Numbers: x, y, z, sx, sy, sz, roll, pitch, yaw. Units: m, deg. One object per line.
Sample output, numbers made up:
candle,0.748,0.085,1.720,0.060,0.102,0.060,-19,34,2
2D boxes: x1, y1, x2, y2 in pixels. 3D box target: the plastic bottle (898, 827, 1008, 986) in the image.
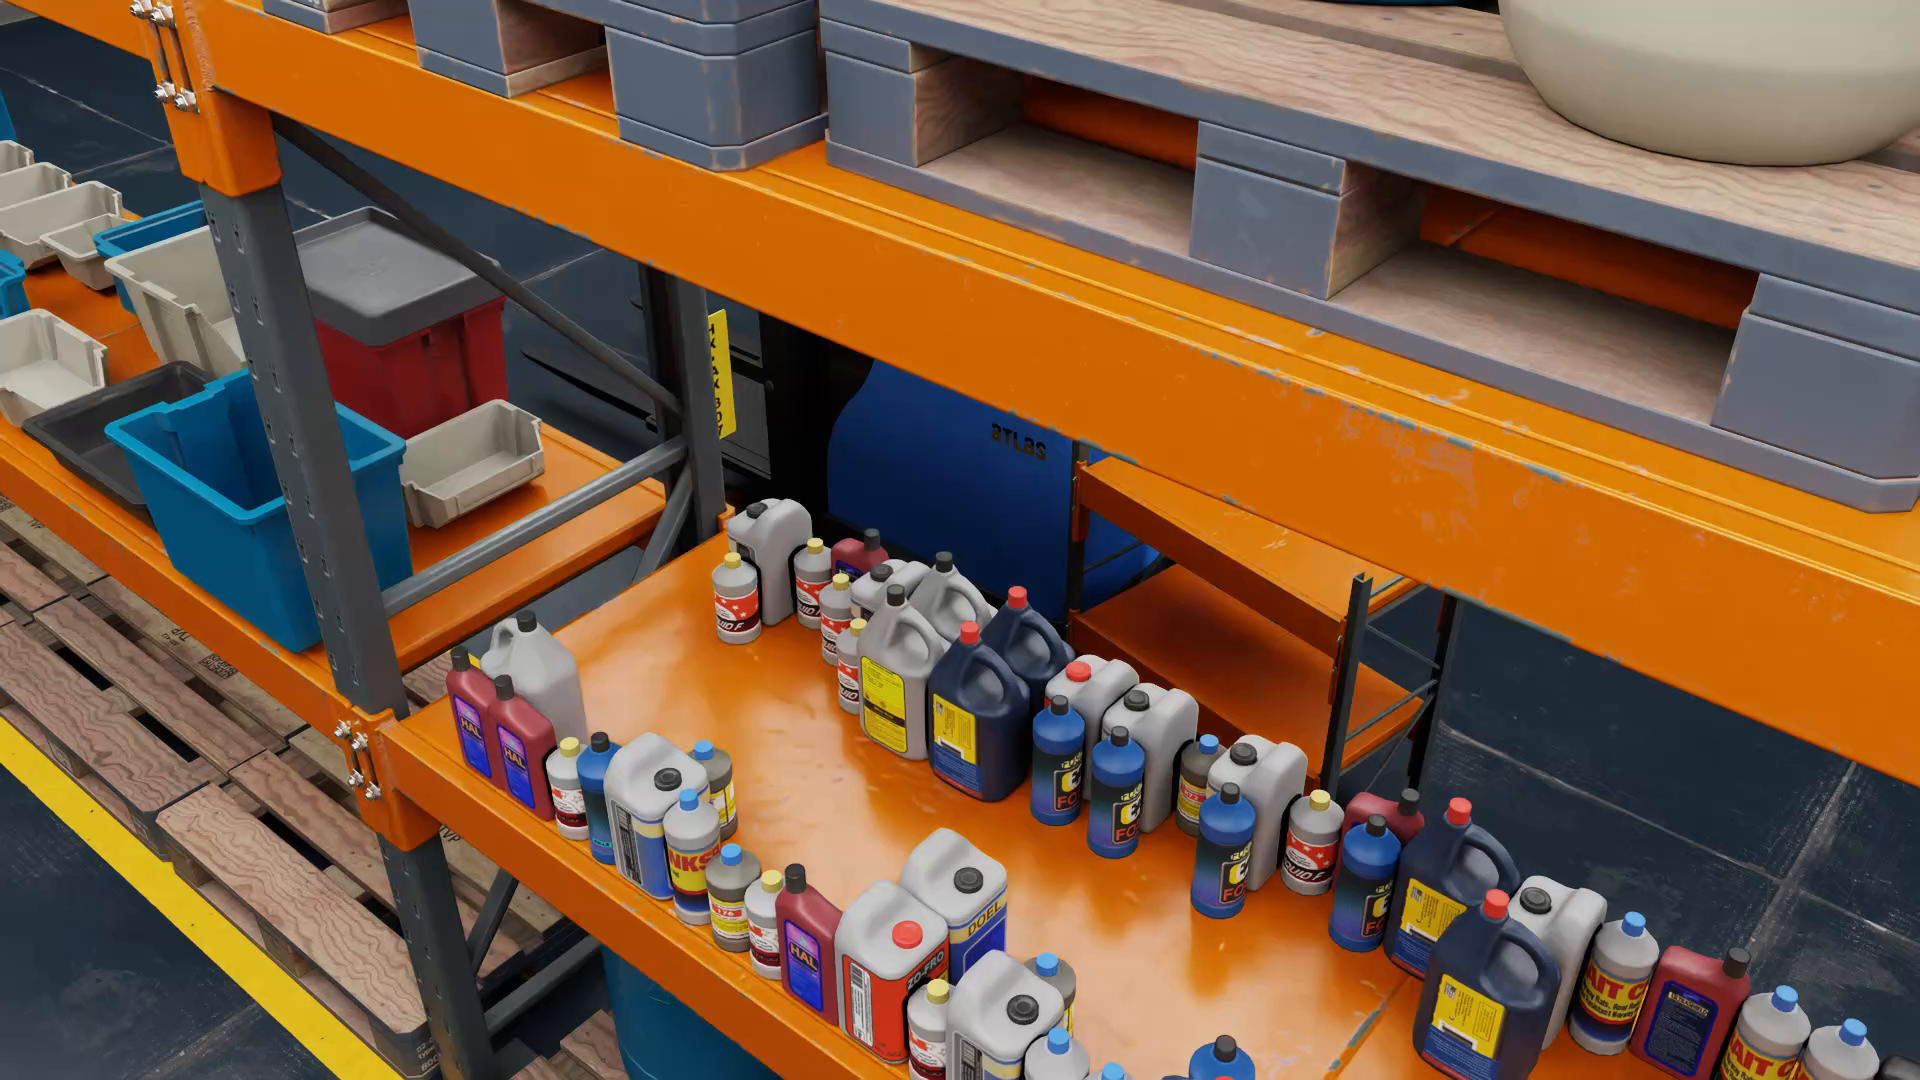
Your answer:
plastic bottle,-0.009,0.628,2.796,0.135,0.276,0.152,25,42,32

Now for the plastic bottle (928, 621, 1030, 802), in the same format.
plastic bottle,0.036,0.315,3.186,0.185,0.351,0.144,25,42,32

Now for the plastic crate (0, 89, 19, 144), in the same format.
plastic crate,-3.627,-1.474,5.663,0.499,0.435,0.616,25,42,32

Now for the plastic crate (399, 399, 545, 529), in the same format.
plastic crate,-1.196,-0.173,4.032,0.243,0.136,0.396,25,42,32

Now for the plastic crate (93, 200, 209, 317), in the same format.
plastic crate,-2.261,-0.798,4.858,0.300,0.233,0.416,25,42,32

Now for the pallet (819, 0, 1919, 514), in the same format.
pallet,0.609,-0.534,1.895,1.213,0.211,1.003,25,42,32

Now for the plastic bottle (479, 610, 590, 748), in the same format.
plastic bottle,-0.835,0.277,3.240,0.185,0.351,0.144,25,42,32

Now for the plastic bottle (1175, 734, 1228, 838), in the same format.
plastic bottle,0.459,0.452,3.118,0.097,0.201,0.097,0,34,0

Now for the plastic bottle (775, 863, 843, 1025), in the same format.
plastic bottle,-0.238,0.662,2.739,0.133,0.283,0.061,25,42,32

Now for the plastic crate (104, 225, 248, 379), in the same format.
plastic crate,-1.985,-0.635,4.577,0.530,0.282,0.437,25,42,32

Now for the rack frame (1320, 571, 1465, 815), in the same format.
rack frame,1.177,0.472,4.568,0.500,1.125,0.032,-25,42,-32

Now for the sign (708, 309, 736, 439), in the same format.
sign,-0.576,-0.379,3.907,0.005,0.325,0.100,25,42,32

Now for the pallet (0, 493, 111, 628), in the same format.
pallet,-3.395,-0.010,6.078,1.213,0.211,1.003,25,42,32

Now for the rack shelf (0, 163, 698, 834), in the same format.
rack shelf,-2.466,-0.454,4.897,4.000,0.370,1.077,25,42,32

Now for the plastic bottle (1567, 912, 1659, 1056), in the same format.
plastic bottle,1.060,0.706,2.686,0.097,0.271,0.097,0,34,0

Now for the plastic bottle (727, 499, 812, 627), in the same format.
plastic bottle,-0.420,0.027,3.670,0.135,0.276,0.152,25,42,32

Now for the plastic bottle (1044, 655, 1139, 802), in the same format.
plastic bottle,0.249,0.342,3.212,0.135,0.276,0.152,25,42,32

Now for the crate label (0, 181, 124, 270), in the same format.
crate label,-2.818,-0.973,5.197,0.243,0.136,0.396,25,42,32

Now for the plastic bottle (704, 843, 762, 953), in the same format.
plastic bottle,-0.390,0.611,2.886,0.097,0.201,0.097,0,34,0

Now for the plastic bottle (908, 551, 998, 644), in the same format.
plastic bottle,-0.014,0.185,3.375,0.185,0.351,0.144,25,42,32

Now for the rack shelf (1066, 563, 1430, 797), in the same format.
rack shelf,0.852,0.453,5.029,0.538,0.278,1.000,-25,42,-32

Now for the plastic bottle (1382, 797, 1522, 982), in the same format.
plastic bottle,0.833,0.584,2.794,0.185,0.351,0.144,25,42,32

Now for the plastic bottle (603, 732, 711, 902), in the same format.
plastic bottle,-0.536,0.491,2.995,0.135,0.276,0.152,25,42,32

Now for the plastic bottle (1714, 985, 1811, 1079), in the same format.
plastic bottle,1.237,0.790,2.564,0.097,0.271,0.097,0,34,0

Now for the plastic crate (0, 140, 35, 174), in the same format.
plastic crate,-3.261,-1.174,5.490,0.243,0.136,0.396,25,42,32

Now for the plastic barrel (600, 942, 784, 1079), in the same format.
plastic barrel,-0.522,0.870,3.816,0.708,0.901,0.600,25,42,32

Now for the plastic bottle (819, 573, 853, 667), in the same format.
plastic bottle,-0.249,0.163,3.539,0.097,0.201,0.097,0,34,0

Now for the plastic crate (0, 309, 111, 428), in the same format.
plastic crate,-2.460,-0.442,4.424,0.466,0.136,0.293,25,42,32

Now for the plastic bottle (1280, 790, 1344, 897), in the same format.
plastic bottle,0.637,0.536,2.996,0.097,0.201,0.097,0,34,0

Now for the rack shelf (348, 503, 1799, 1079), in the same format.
rack shelf,0.608,0.995,2.787,4.000,0.370,1.077,25,42,32

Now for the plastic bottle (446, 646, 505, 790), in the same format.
plastic bottle,-0.921,0.340,3.208,0.133,0.283,0.061,25,42,32

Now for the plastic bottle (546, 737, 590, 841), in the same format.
plastic bottle,-0.718,0.456,3.111,0.097,0.201,0.097,0,34,0

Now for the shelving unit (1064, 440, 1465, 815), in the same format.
shelving unit,0.852,0.251,4.891,0.538,1.125,1.048,-25,42,-32

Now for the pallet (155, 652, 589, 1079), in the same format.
pallet,-1.519,0.874,4.791,1.213,0.211,1.003,25,42,32

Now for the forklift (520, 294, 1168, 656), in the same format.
forklift,-0.486,-1.435,5.751,3.031,2.935,1.130,25,42,32

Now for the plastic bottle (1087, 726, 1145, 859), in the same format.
plastic bottle,0.287,0.454,3.053,0.097,0.271,0.097,0,34,0

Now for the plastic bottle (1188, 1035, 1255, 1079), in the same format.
plastic bottle,0.386,0.842,2.489,0.097,0.271,0.097,0,34,0

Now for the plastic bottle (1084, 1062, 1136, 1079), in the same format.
plastic bottle,0.219,0.869,2.449,0.097,0.271,0.097,0,34,0

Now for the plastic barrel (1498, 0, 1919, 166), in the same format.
plastic barrel,0.686,-0.619,1.362,0.433,0.535,0.433,0,34,0

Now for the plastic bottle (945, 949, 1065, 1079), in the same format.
plastic bottle,0.072,0.778,2.577,0.135,0.276,0.152,25,42,32

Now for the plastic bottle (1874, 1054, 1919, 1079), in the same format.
plastic bottle,1.412,0.854,2.460,0.133,0.283,0.061,25,42,32

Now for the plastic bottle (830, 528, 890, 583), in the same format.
plastic bottle,-0.213,0.088,3.575,0.133,0.283,0.061,25,42,32

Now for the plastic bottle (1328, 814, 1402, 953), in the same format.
plastic bottle,0.701,0.582,2.867,0.097,0.271,0.097,0,34,0
